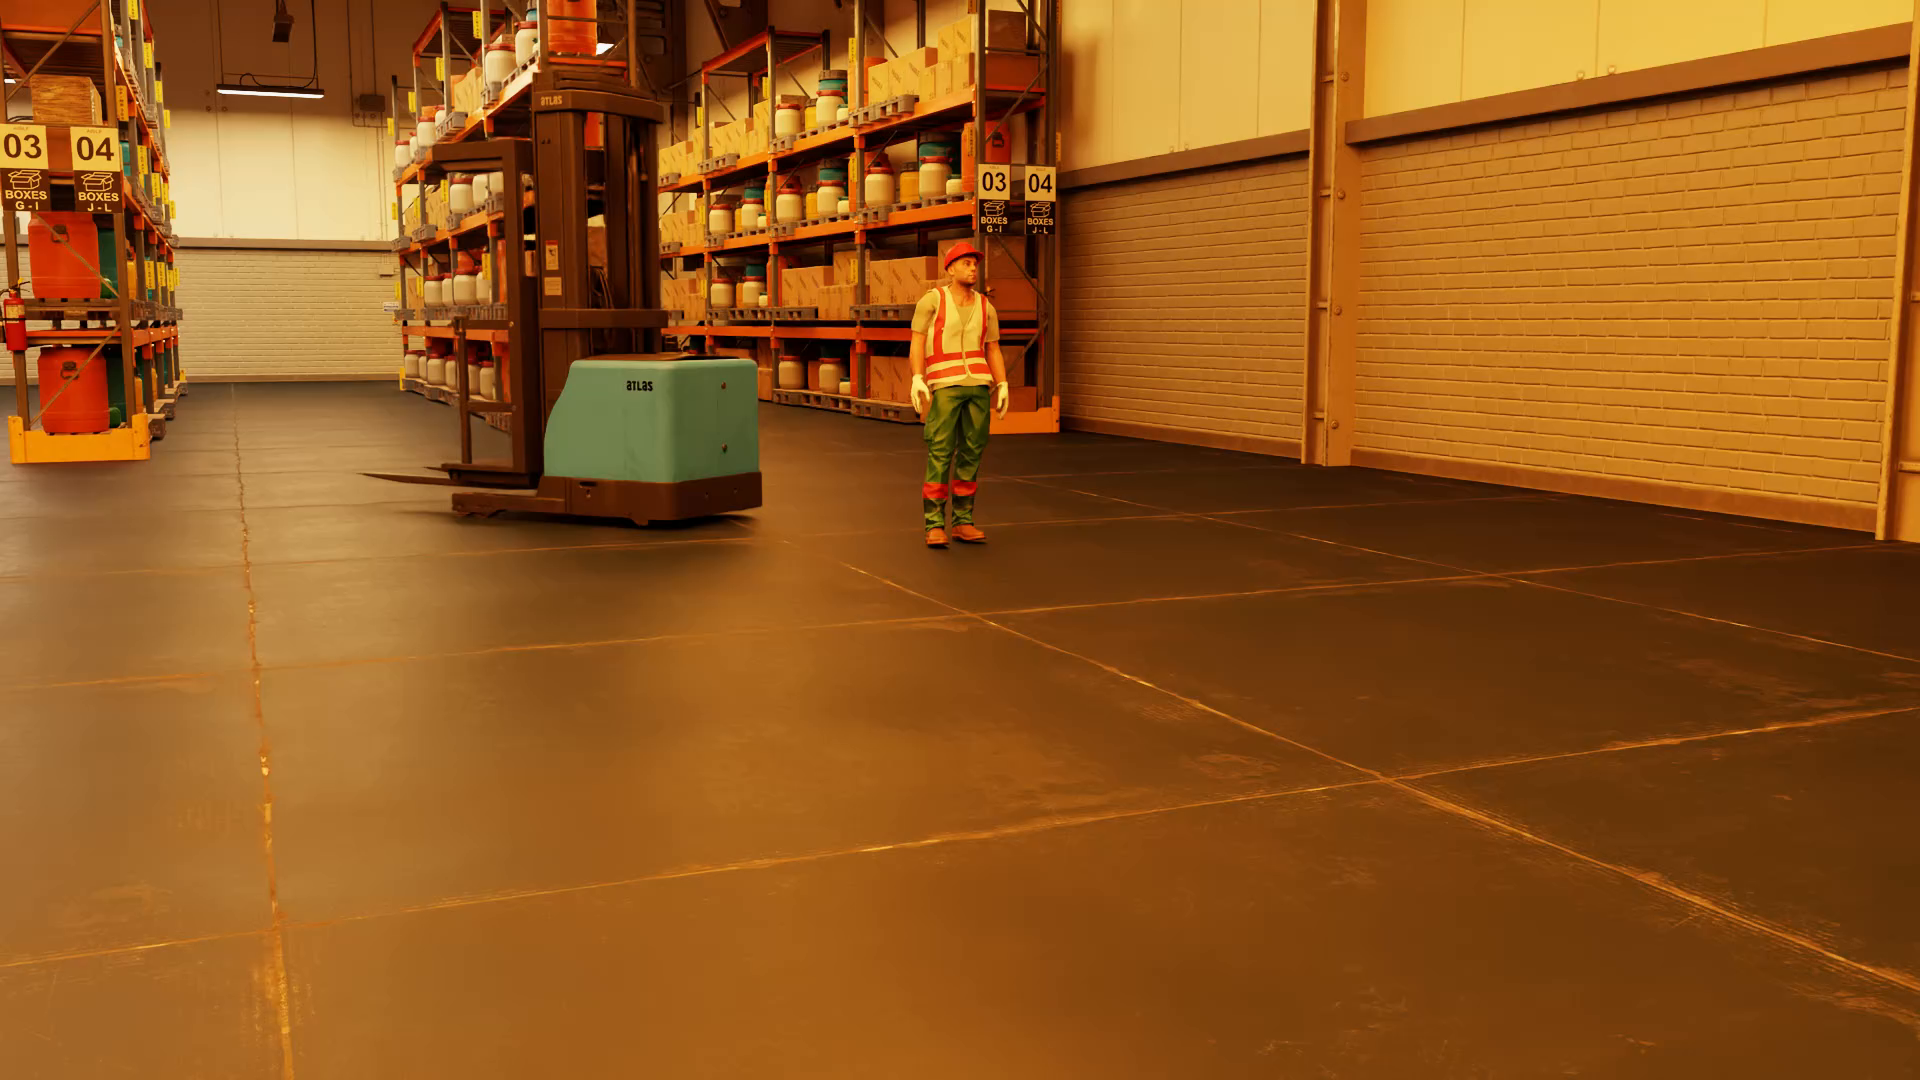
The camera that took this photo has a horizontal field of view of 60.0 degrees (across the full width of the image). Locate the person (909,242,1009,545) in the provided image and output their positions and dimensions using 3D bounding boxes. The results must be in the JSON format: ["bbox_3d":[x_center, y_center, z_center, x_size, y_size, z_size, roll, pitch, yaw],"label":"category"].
[{"bbox_3d":[0.021,-0.884,9.959,0.638,1.787,0.564,-3,8,-23],"label":"person"}]

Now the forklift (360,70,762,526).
[{"bbox_3d":[-2.890,-1.656,11.503,3.031,2.935,1.130,4,9,29],"label":"forklift"}]
